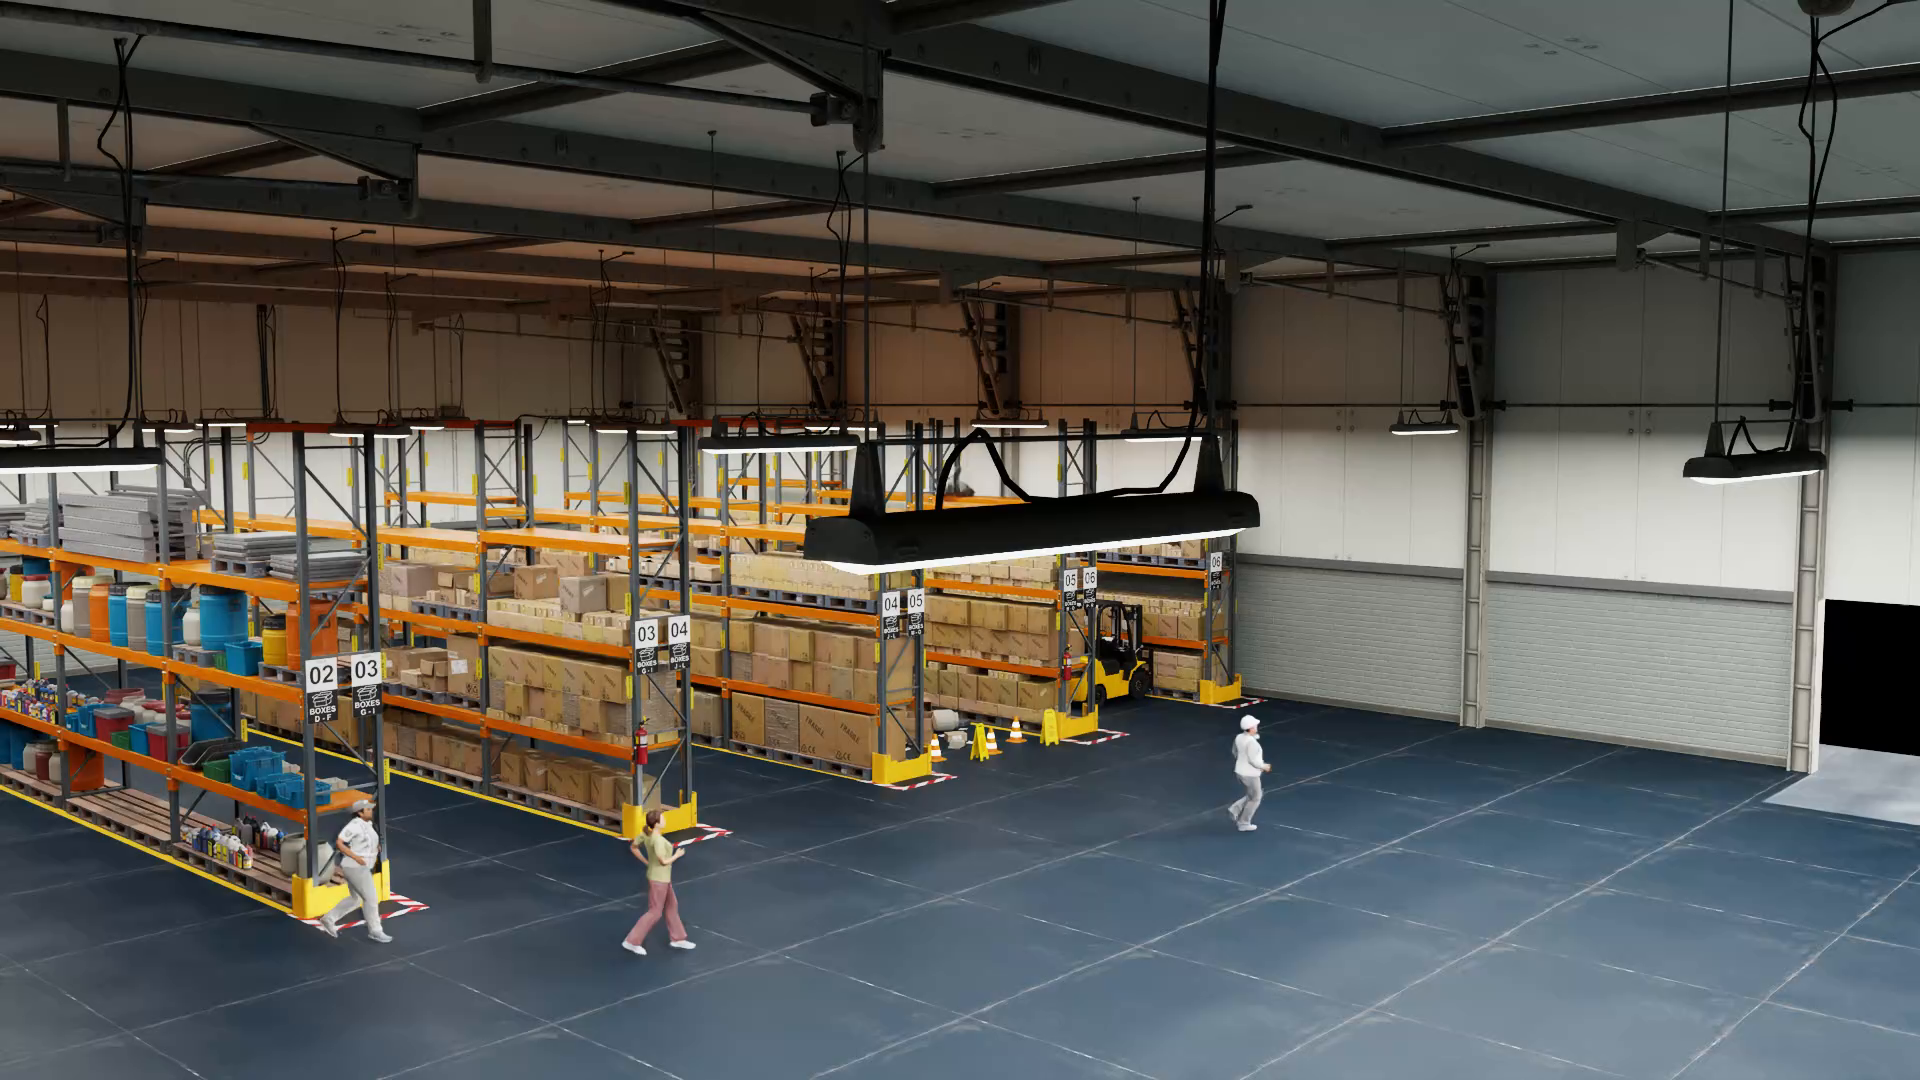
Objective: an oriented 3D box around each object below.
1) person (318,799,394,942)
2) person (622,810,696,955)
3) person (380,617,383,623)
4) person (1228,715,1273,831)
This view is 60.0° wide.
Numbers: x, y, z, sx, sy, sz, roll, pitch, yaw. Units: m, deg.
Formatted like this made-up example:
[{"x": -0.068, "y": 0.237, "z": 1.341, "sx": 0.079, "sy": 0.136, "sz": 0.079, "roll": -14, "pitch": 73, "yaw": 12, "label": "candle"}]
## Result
[{"x": -7.161, "y": 3.910, "z": 19.758, "sx": 0.877, "sy": 1.664, "sz": 0.632, "roll": -1, "pitch": 5, "yaw": -7, "label": "person"}, {"x": -3.443, "y": 3.910, "z": 19.000, "sx": 0.881, "sy": 1.682, "sz": 0.570, "roll": -2, "pitch": 5, "yaw": -25, "label": "person"}, {"x": -12.774, "y": 2.493, "z": 36.312, "sx": 0.719, "sy": 1.804, "sz": 0.734, "roll": -4, "pitch": 6, "yaw": -41, "label": "person"}, {"x": 4.298, "y": 3.451, "z": 24.644, "sx": 0.576, "sy": 1.725, "sz": 0.638, "roll": -1, "pitch": 5, "yaw": -13, "label": "person"}]
